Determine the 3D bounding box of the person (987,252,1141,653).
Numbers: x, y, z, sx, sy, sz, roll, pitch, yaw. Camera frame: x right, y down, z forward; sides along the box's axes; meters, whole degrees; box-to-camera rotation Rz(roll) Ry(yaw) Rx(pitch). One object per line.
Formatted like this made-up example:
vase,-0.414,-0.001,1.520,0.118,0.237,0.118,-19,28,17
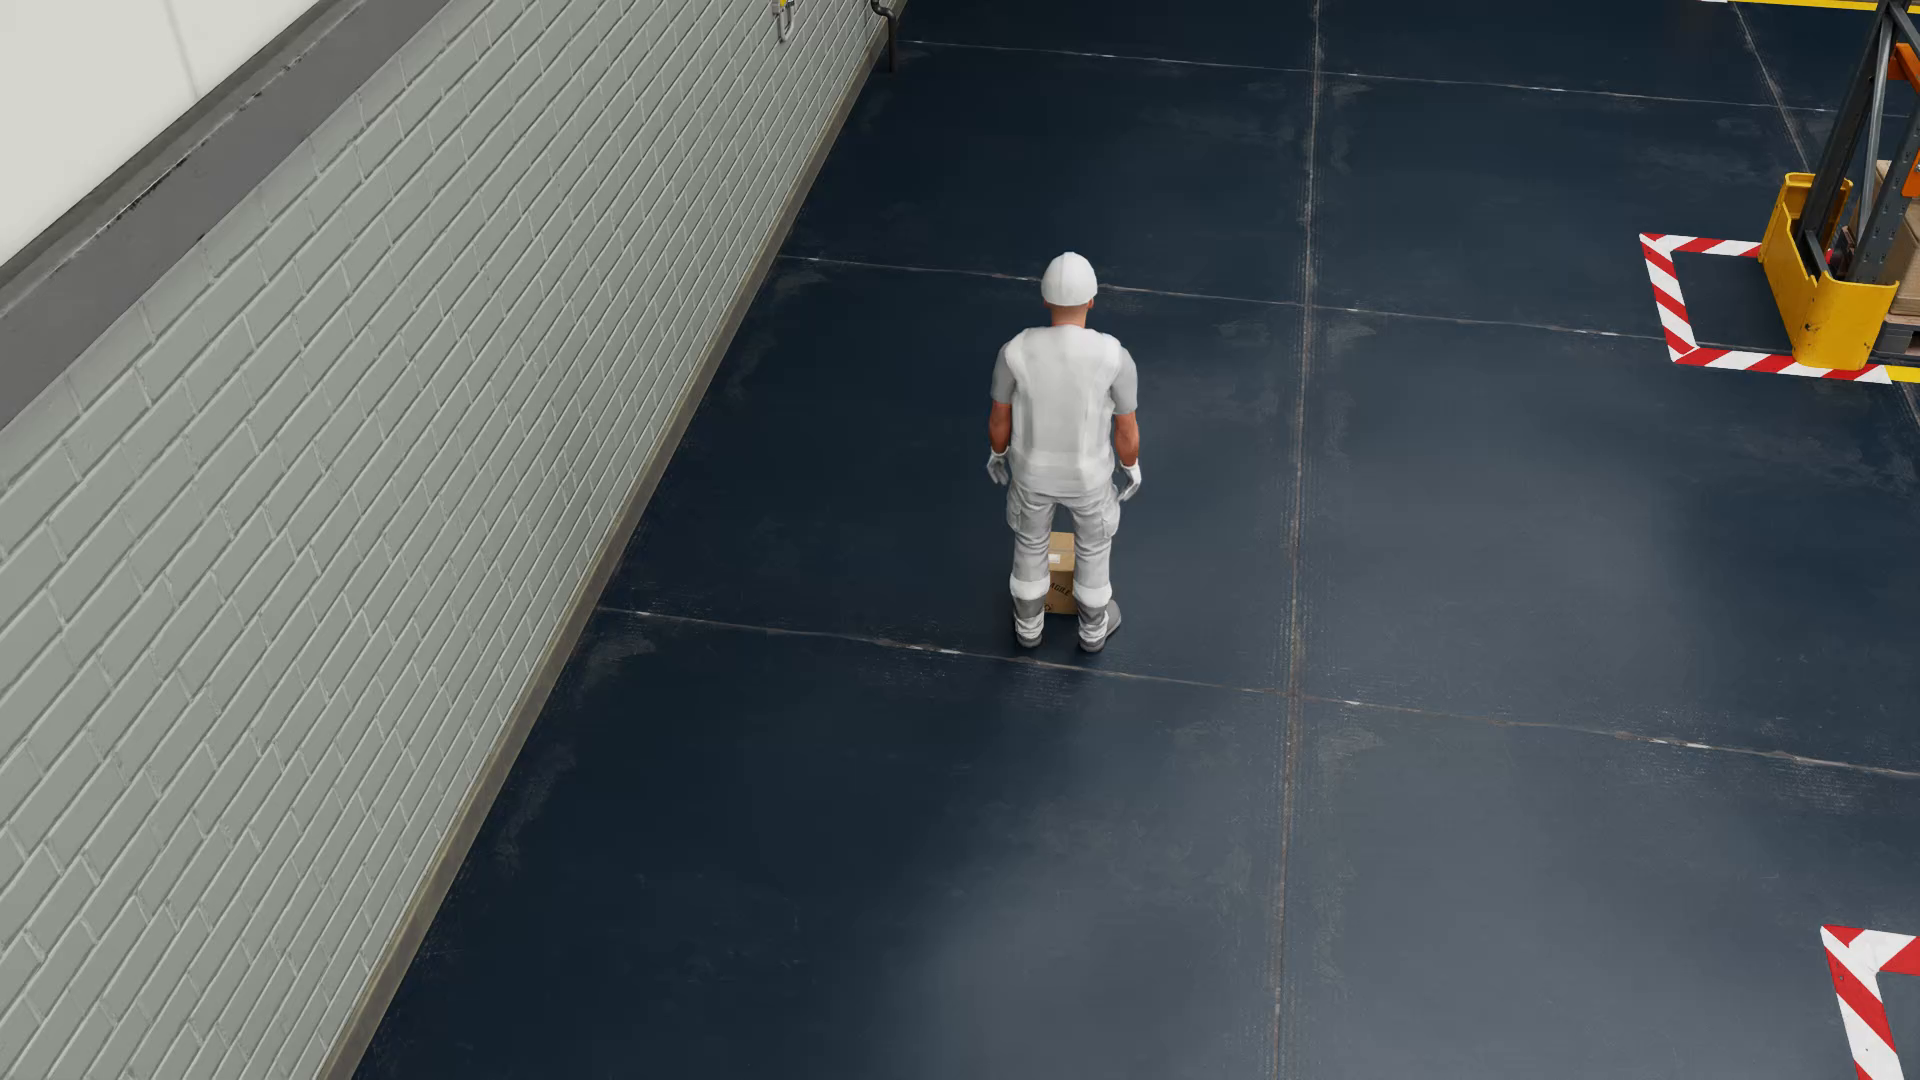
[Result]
person,0.406,-0.295,6.494,0.609,1.779,0.448,7,41,8
